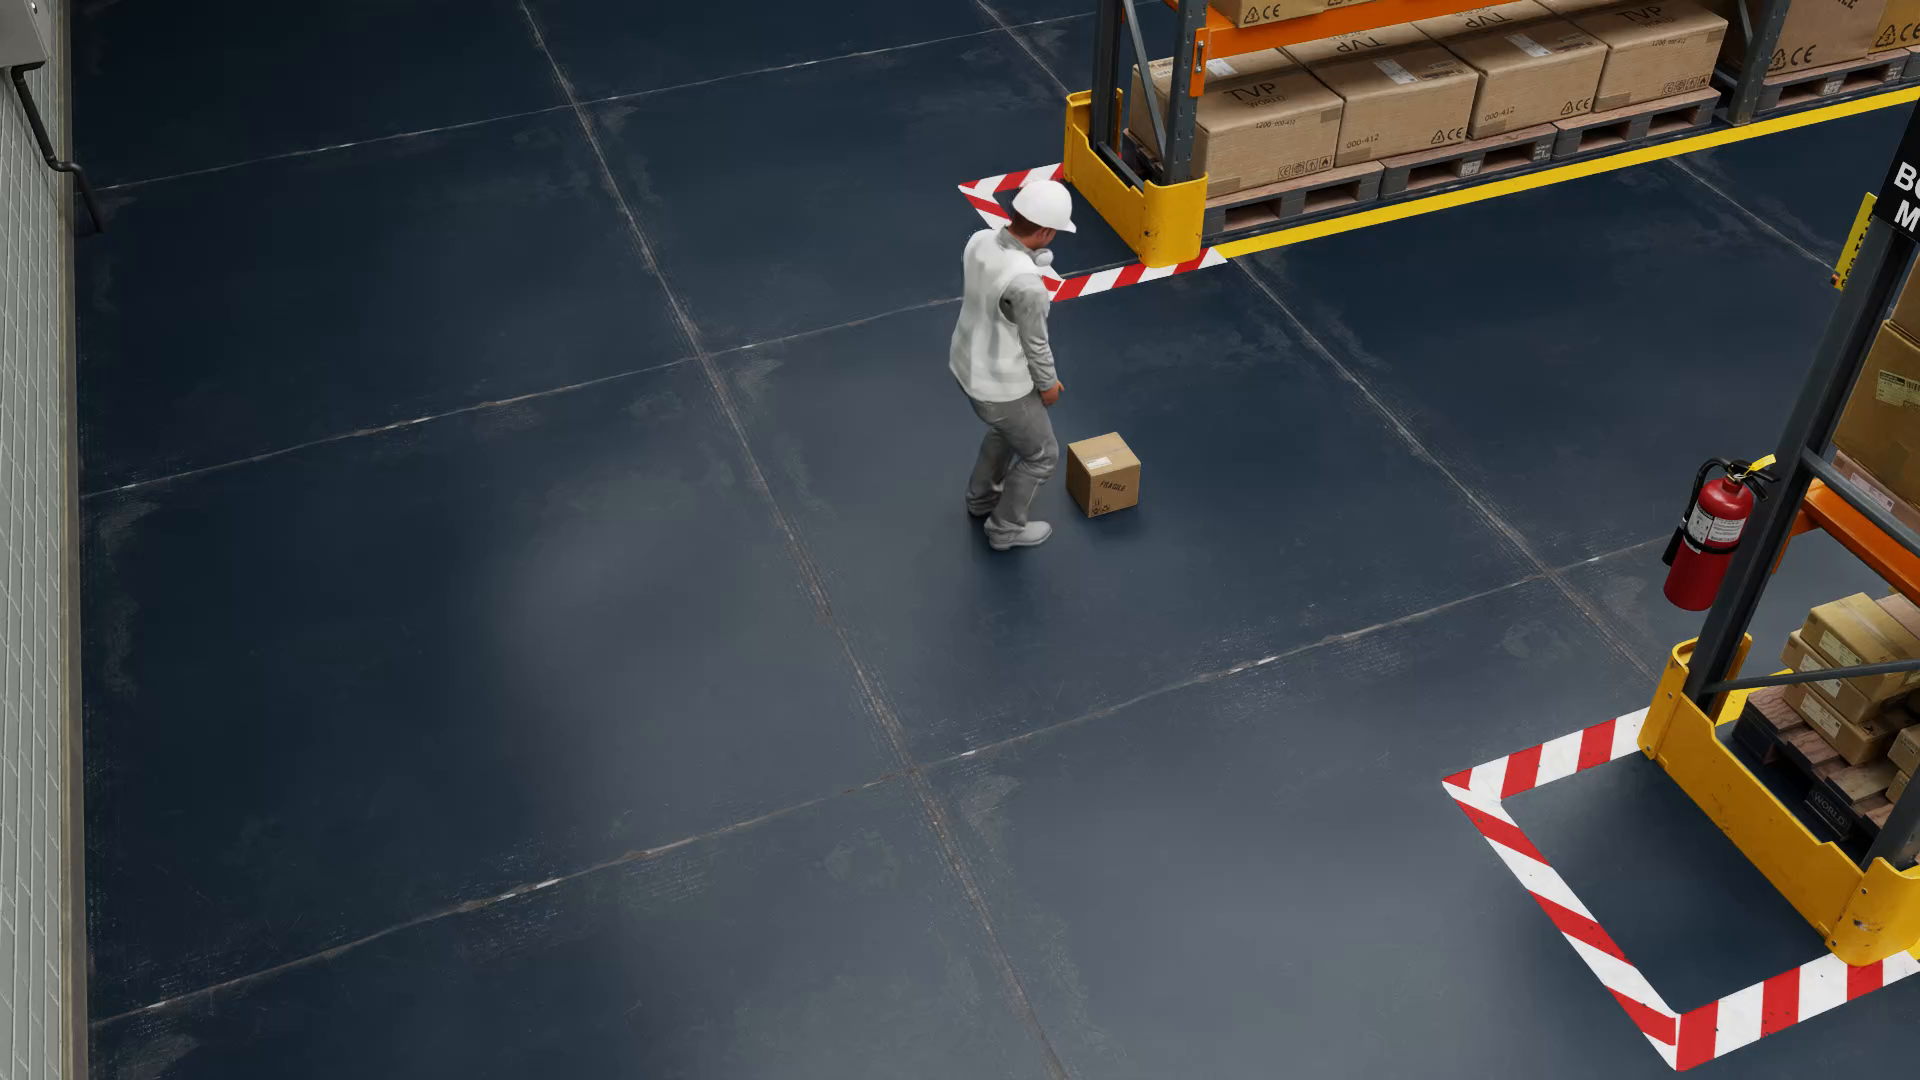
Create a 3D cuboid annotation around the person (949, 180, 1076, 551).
[{"bbox_3d":[0.219,-0.739,7.042,0.516,1.695,0.567,-14,43,-16],"label":"person"}]
